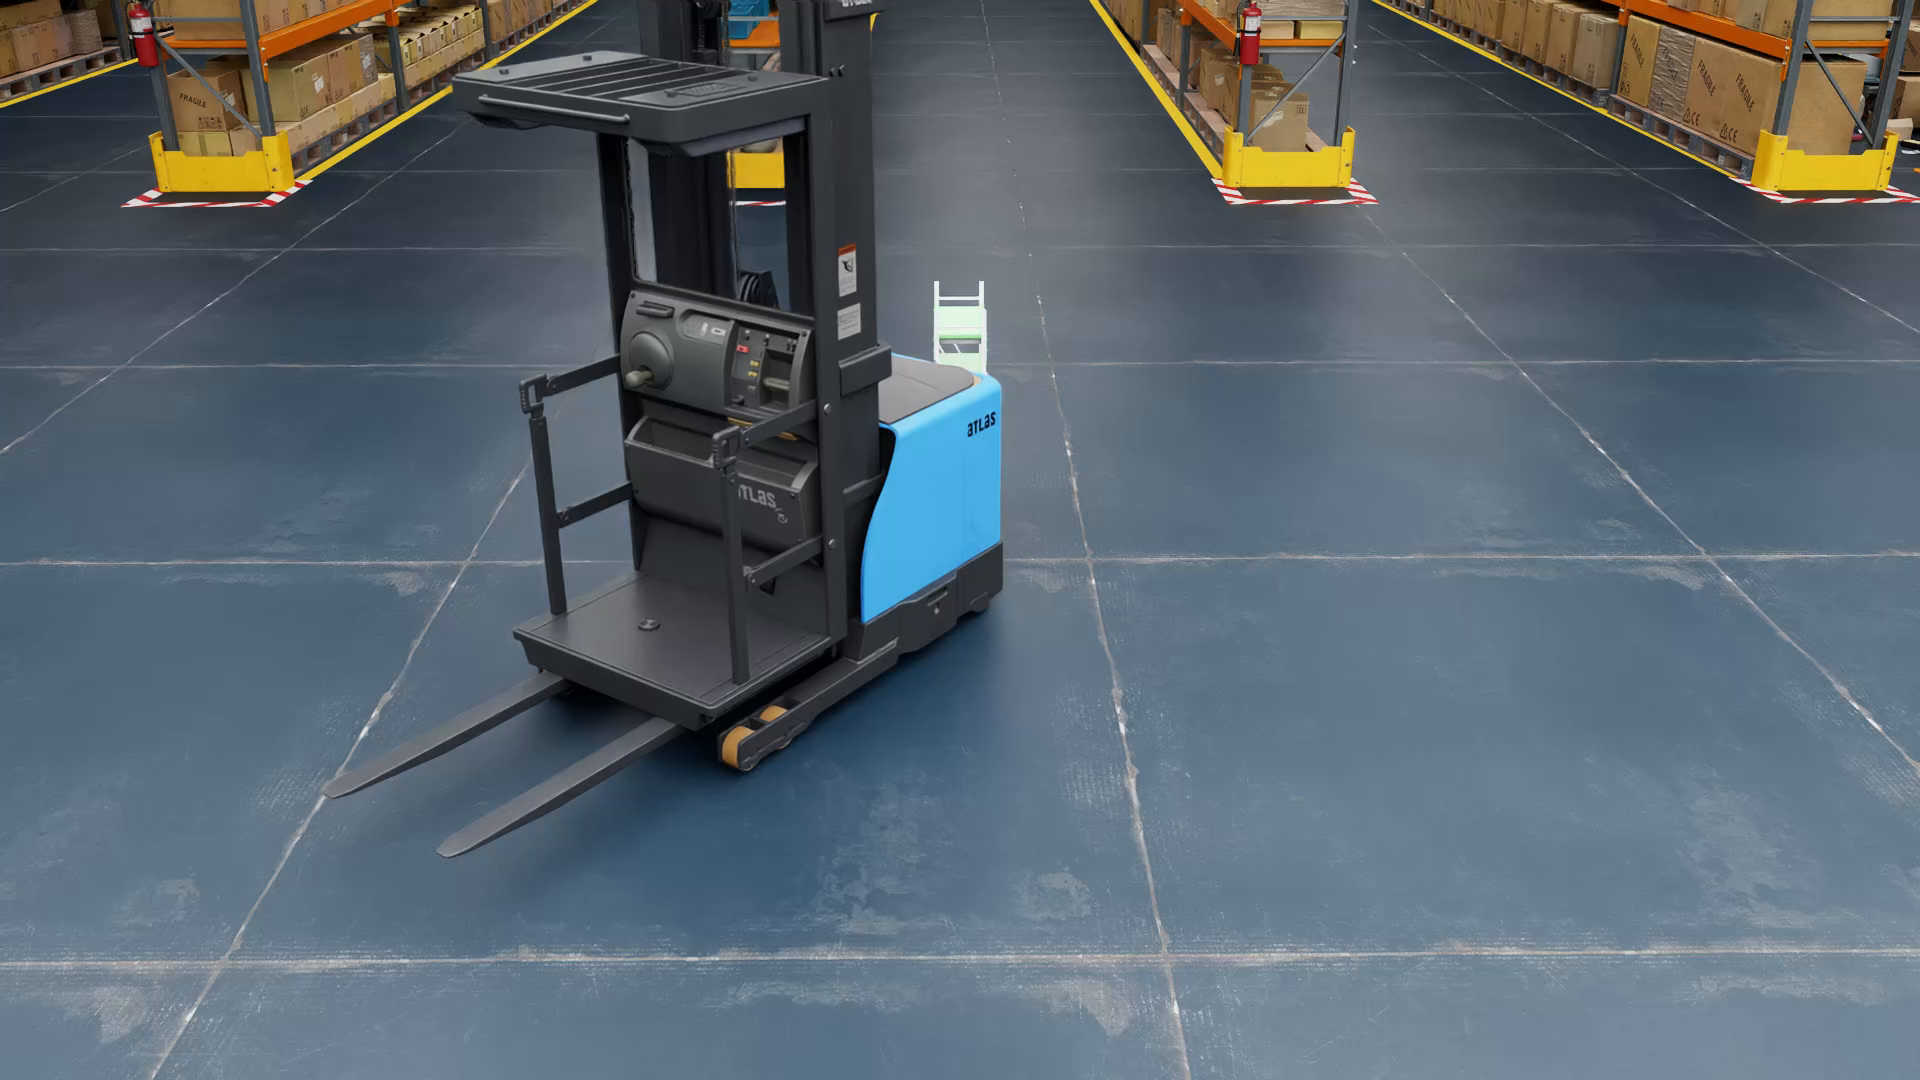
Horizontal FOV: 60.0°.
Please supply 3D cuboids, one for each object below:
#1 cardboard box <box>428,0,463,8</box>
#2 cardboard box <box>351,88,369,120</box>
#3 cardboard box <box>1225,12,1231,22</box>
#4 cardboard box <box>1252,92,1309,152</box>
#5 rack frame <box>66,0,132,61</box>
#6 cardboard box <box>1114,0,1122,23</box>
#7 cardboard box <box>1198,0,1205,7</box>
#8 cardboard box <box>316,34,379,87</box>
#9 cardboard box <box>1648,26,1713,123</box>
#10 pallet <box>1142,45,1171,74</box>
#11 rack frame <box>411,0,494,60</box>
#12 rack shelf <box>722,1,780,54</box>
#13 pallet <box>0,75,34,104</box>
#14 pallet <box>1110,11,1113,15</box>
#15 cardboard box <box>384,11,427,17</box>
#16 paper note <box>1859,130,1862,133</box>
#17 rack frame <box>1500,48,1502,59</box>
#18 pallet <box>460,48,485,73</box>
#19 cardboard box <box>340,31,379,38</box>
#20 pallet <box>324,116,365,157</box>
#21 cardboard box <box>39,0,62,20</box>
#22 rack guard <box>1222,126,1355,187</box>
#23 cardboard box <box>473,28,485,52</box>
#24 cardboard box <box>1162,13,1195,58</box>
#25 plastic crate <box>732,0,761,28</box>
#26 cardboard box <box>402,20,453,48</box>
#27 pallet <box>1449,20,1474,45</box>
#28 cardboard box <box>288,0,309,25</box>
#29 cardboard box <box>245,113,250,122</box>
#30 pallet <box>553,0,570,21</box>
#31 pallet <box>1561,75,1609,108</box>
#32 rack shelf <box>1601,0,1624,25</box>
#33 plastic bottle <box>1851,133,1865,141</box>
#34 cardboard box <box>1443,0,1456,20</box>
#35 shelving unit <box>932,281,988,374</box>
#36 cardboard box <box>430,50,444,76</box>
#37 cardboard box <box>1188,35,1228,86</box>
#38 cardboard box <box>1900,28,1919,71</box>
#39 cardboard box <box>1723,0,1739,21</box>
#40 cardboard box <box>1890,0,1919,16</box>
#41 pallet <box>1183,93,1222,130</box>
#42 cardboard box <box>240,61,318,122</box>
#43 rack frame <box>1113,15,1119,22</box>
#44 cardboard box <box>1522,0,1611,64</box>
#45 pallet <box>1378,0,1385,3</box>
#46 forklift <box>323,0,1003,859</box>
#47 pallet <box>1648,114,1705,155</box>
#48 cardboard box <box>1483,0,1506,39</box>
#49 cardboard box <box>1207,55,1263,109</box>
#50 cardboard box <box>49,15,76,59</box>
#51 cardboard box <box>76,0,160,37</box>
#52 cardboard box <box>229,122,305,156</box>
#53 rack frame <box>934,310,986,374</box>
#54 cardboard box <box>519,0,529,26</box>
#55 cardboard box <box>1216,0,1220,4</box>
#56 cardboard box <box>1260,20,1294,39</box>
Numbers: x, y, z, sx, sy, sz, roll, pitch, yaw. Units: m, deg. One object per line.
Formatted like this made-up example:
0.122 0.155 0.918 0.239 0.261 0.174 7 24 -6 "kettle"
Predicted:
-7.164 -7.406 23.484 0.500 0.500 0.500 1 24 2 "cardboard box"
-6.636 -4.648 17.714 0.500 0.250 0.500 0 24 -1 "cardboard box"
2.834 -5.223 16.464 0.380 0.149 0.250 0 24 -1 "cardboard box"
3.084 -4.016 16.014 0.500 0.500 0.500 4 25 9 "cardboard box"
-11.873 -7.936 22.157 1.000 3.000 0.127 0 24 -1 "rack frame"
2.981 -8.243 24.903 1.225 0.875 0.875 -1 24 -2 "cardboard box"
2.726 -5.738 17.602 0.380 0.149 0.250 0 24 -1 "cardboard box"
-6.658 -5.196 18.015 0.500 0.500 0.500 0 24 -1 "cardboard box"
7.942 -4.928 17.574 0.875 0.875 0.875 0 24 0 "cardboard box"
2.994 -6.410 22.167 1.003 0.211 1.213 0 24 -1 "pallet"
-6.919 -7.960 22.210 1.000 3.000 0.127 0 24 -1 "rack frame"
-1.901 -5.180 16.937 1.077 0.370 4.000 0 24 -1 "rack shelf"
-11.839 -5.338 19.797 1.003 0.211 1.213 0 24 -1 "pallet"
3.013 -8.694 27.217 1.003 0.211 1.213 0 24 -1 "pallet"
-7.193 -6.720 21.616 0.500 0.311 0.500 -1 24 -2 "cardboard box"
9.836 -4.428 18.012 0.172 0.023 0.155 8 26 18 "paper note"
7.947 -7.984 22.262 1.000 3.000 0.127 0 24 -1 "rack frame"
-6.949 -6.350 22.034 1.003 0.211 1.213 0 24 -1 "pallet"
-7.179 -5.886 19.770 0.500 0.311 0.500 0 24 1 "cardboard box"
-6.892 -4.209 17.301 1.003 0.211 1.213 0 24 -1 "pallet"
-11.869 -6.808 21.252 0.500 0.250 0.500 0 24 0 "cardboard box"
3.073 -3.599 15.600 1.175 0.500 0.348 0 24 -1 "rack guard"
-6.670 -6.683 22.213 0.500 0.250 0.500 0 24 1 "cardboard box"
3.033 -6.560 21.614 0.700 0.500 0.500 -2 24 -5 "cardboard box"
-2.185 -5.089 16.042 0.499 0.251 0.408 0 24 -1 "plastic crate"
-6.649 -6.311 20.710 0.500 0.311 0.500 0 24 1 "cardboard box"
7.930 -7.537 24.657 1.003 0.211 1.213 0 24 -1 "pallet"
-6.834 -5.322 16.257 0.700 0.500 0.500 0 24 0 "cardboard box"
-7.151 -4.028 16.342 0.500 0.250 0.500 0 24 -1 "cardboard box"
-6.969 -8.621 27.054 1.003 0.211 1.213 0 24 -1 "pallet"
7.907 -5.382 19.895 1.003 0.211 1.213 0 24 -1 "pallet"
7.969 -6.832 20.588 1.077 0.370 4.000 0 24 -1 "rack shelf"
9.434 -4.261 17.597 0.283 0.061 0.133 -9 26 -19 "plastic bottle"
7.654 -8.161 25.177 0.500 0.500 0.500 1 24 2 "cardboard box"
-0.002 -0.615 8.154 0.258 1.200 0.503 0 24 -1 "shelving unit"
-6.645 -5.842 20.353 0.500 0.250 0.500 -1 24 -2 "cardboard box"
3.045 -5.669 19.645 0.700 0.500 0.500 -2 24 -5 "cardboard box"
11.160 -5.585 19.073 0.500 0.500 0.500 0 24 -1 "cardboard box"
8.077 -5.366 16.292 0.875 0.550 0.550 0 24 -1 "cardboard box"
12.972 -7.556 23.385 0.875 0.875 0.875 0 24 -1 "cardboard box"
3.073 -4.808 18.624 1.003 0.211 1.213 0 24 -1 "pallet"
-6.623 -4.372 16.193 0.500 0.500 0.500 0 24 -1 "cardboard box"
2.943 -9.651 25.949 1.000 3.000 0.127 0 24 -1 "rack frame"
7.877 -6.538 21.287 1.050 0.750 0.750 0 24 0 "cardboard box"
7.834 -9.643 29.316 1.003 0.211 1.213 0 24 -1 "pallet"
-1.066 -0.685 6.207 1.130 2.935 3.031 16 29 32 "forklift"
7.937 -4.247 17.384 1.003 0.211 1.213 0 24 -1 "pallet"
7.679 -7.306 23.288 0.500 0.500 0.500 0 24 -1 "cardboard box"
3.008 -5.006 18.202 0.500 0.500 0.500 8 25 16 "cardboard box"
-11.923 -6.488 21.456 0.700 0.500 0.500 0 24 -1 "cardboard box"
-11.749 -7.452 23.185 0.750 0.750 0.750 -1 24 -1 "cardboard box"
-6.615 -3.824 15.892 0.500 0.250 0.500 0 24 -1 "cardboard box"
0.001 -0.514 7.931 0.240 1.200 0.015 0 24 -1 "rack frame"
-6.661 -7.848 24.461 0.500 0.500 0.500 -1 24 -2 "cardboard box"
3.008 -5.526 16.346 0.875 0.500 0.500 0 24 -1 "cardboard box"
2.864 -4.708 15.325 0.380 0.149 0.250 0 24 -1 "cardboard box"
